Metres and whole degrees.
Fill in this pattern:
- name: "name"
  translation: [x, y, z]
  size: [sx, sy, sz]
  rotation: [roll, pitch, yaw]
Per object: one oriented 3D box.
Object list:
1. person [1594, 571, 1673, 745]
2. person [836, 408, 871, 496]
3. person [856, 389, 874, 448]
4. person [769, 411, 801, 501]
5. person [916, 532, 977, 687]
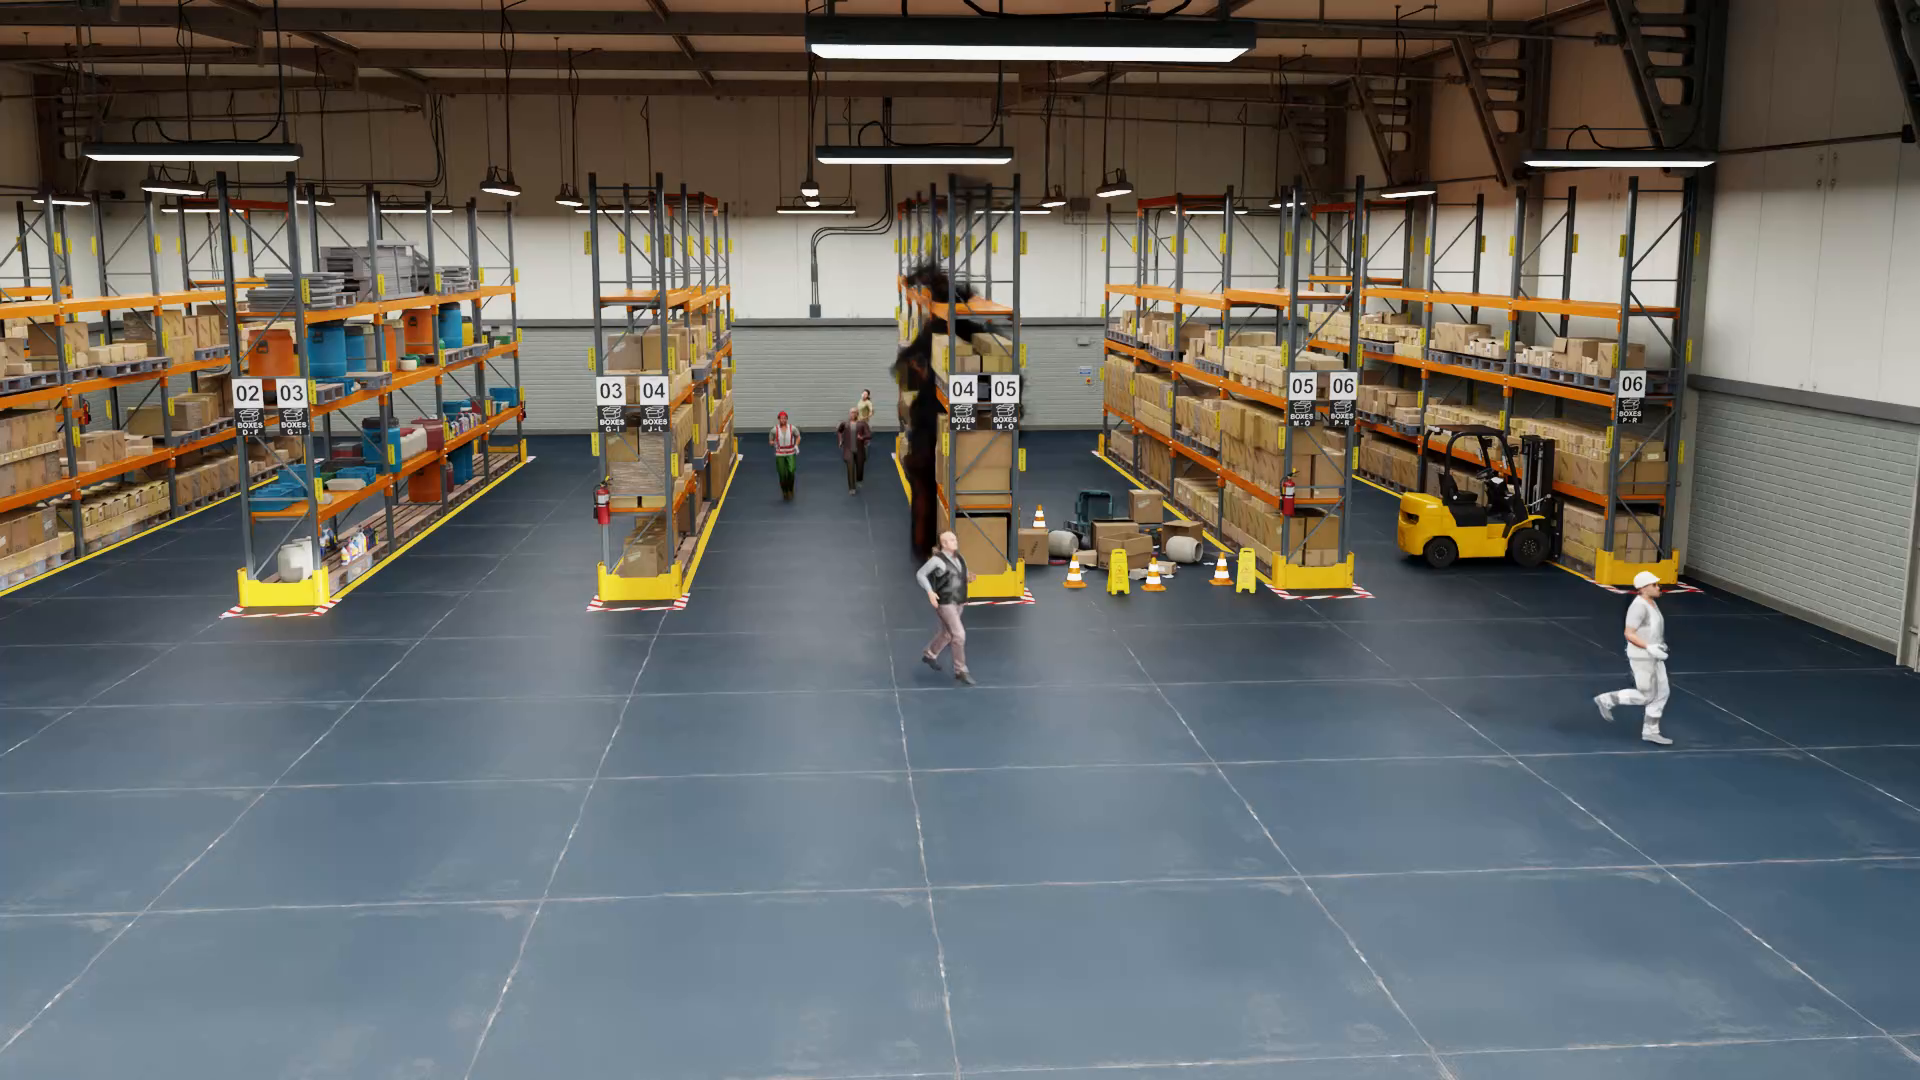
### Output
- name: "person"
  translation: [6.943, 1.183, 16.990]
  size: [0.785, 1.759, 0.657]
  rotation: [8, 13, 37]
- name: "person"
  translation: [-2.155, -1.812, 33.806]
  size: [0.715, 1.755, 0.970]
  rotation: [-1, 10, -3]
- name: "person"
  translation: [-2.356, -2.874, 40.448]
  size: [0.660, 1.601, 0.720]
  rotation: [9, 14, 43]
- name: "person"
  translation: [-3.473, -1.664, 33.020]
  size: [0.627, 1.784, 0.692]
  rotation: [-1, 10, -5]
- name: "person"
  translation: [-0.122, 0.774, 19.302]
  size: [0.860, 1.756, 0.641]
  rotation: [7, 12, 33]
